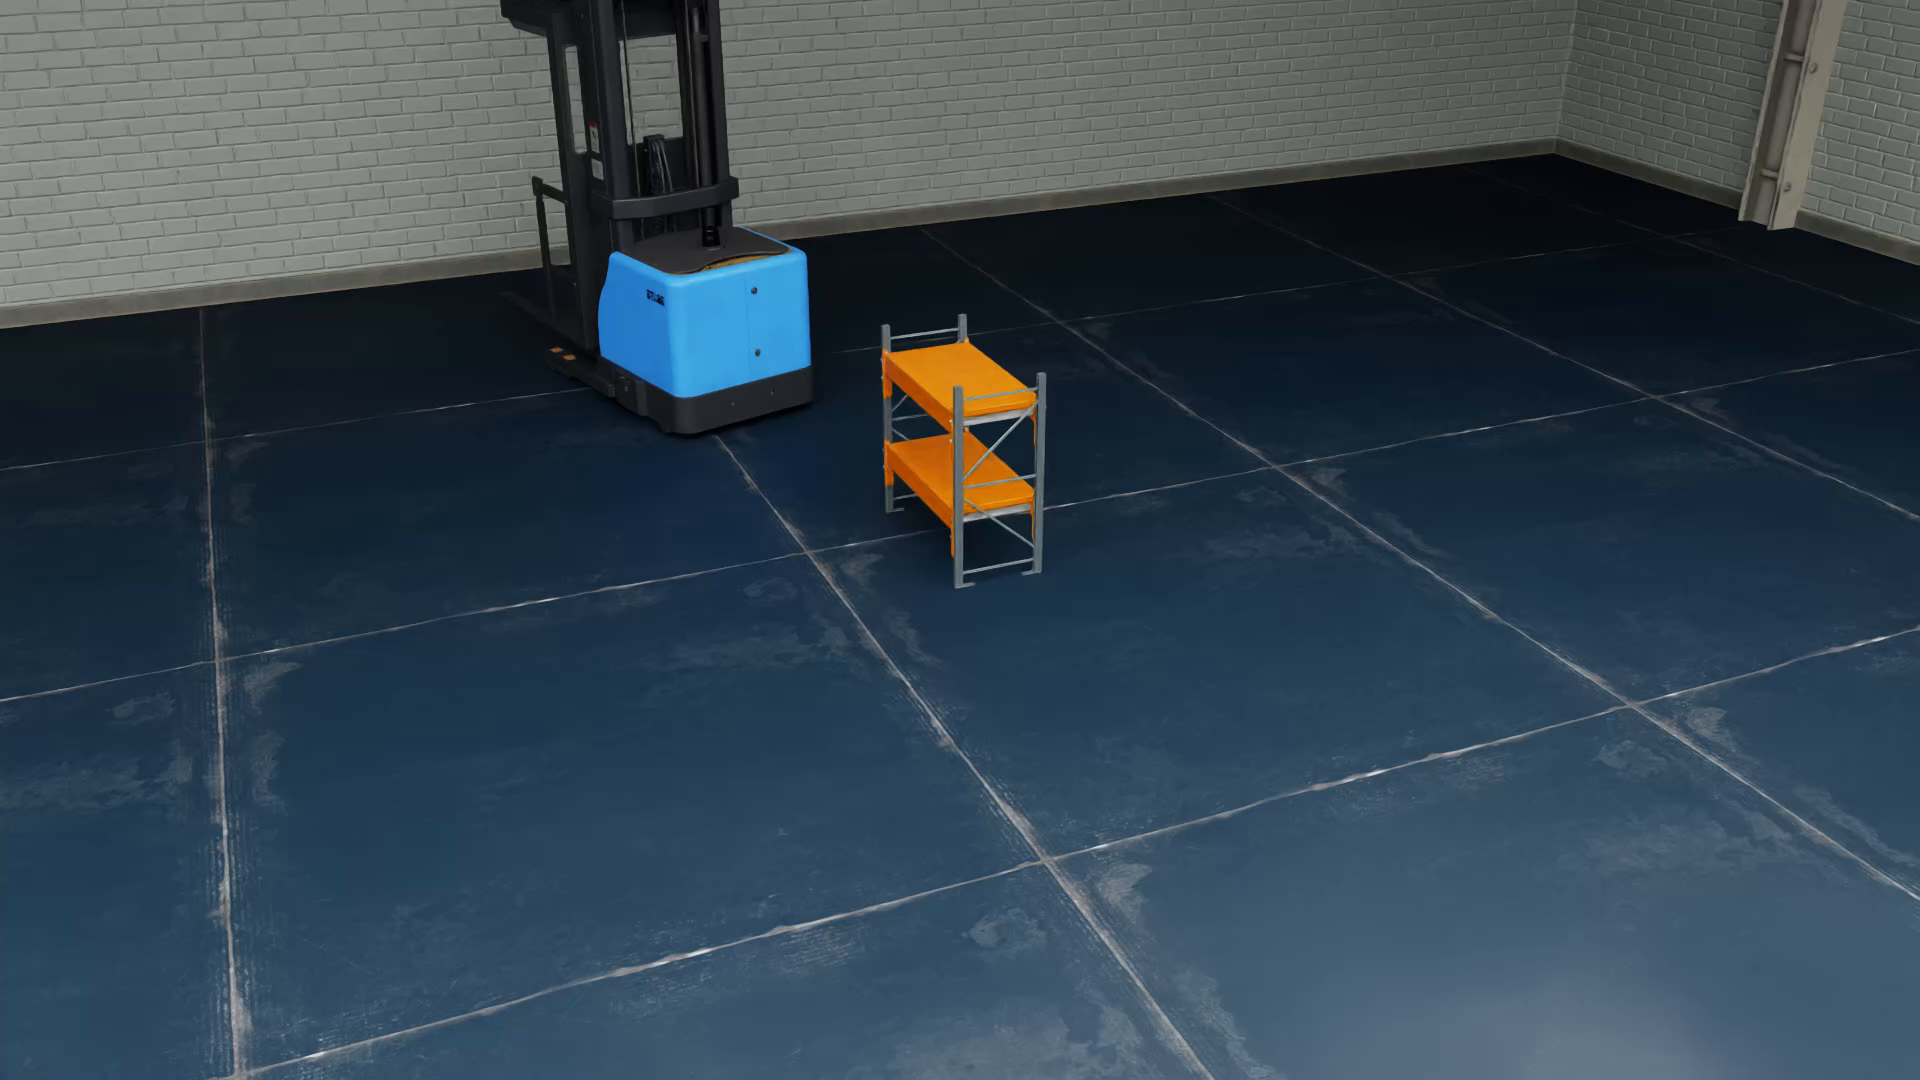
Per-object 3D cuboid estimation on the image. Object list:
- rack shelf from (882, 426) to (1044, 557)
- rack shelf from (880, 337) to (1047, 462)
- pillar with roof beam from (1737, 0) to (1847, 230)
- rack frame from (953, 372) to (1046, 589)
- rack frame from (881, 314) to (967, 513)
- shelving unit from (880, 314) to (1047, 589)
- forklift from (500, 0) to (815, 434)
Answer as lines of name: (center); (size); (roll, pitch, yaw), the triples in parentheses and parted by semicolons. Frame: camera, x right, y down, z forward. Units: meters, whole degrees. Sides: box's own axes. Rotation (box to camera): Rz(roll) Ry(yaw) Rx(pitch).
rack shelf: (0.003, -0.283, 9.105); (0.538, 0.278, 1.000); (-11, 28, -21)
rack shelf: (0.003, -0.766, 8.869); (0.538, 0.278, 1.000); (-11, 28, -21)
pillar with roof beam: (3.398, -6.195, 11.682); (9.100, 9.000, 0.400); (-11, 28, -21)
rack frame: (0.202, -0.298, 8.577); (0.500, 1.125, 0.032); (-11, 28, -21)
rack frame: (-0.196, -0.708, 9.418); (0.500, 1.125, 0.032); (-11, 28, -21)
shelving unit: (0.003, -0.503, 8.998); (0.538, 1.125, 1.048); (-11, 28, -21)
forklift: (-2.272, -2.559, 11.151); (1.130, 2.935, 3.031); (-19, 32, -34)
